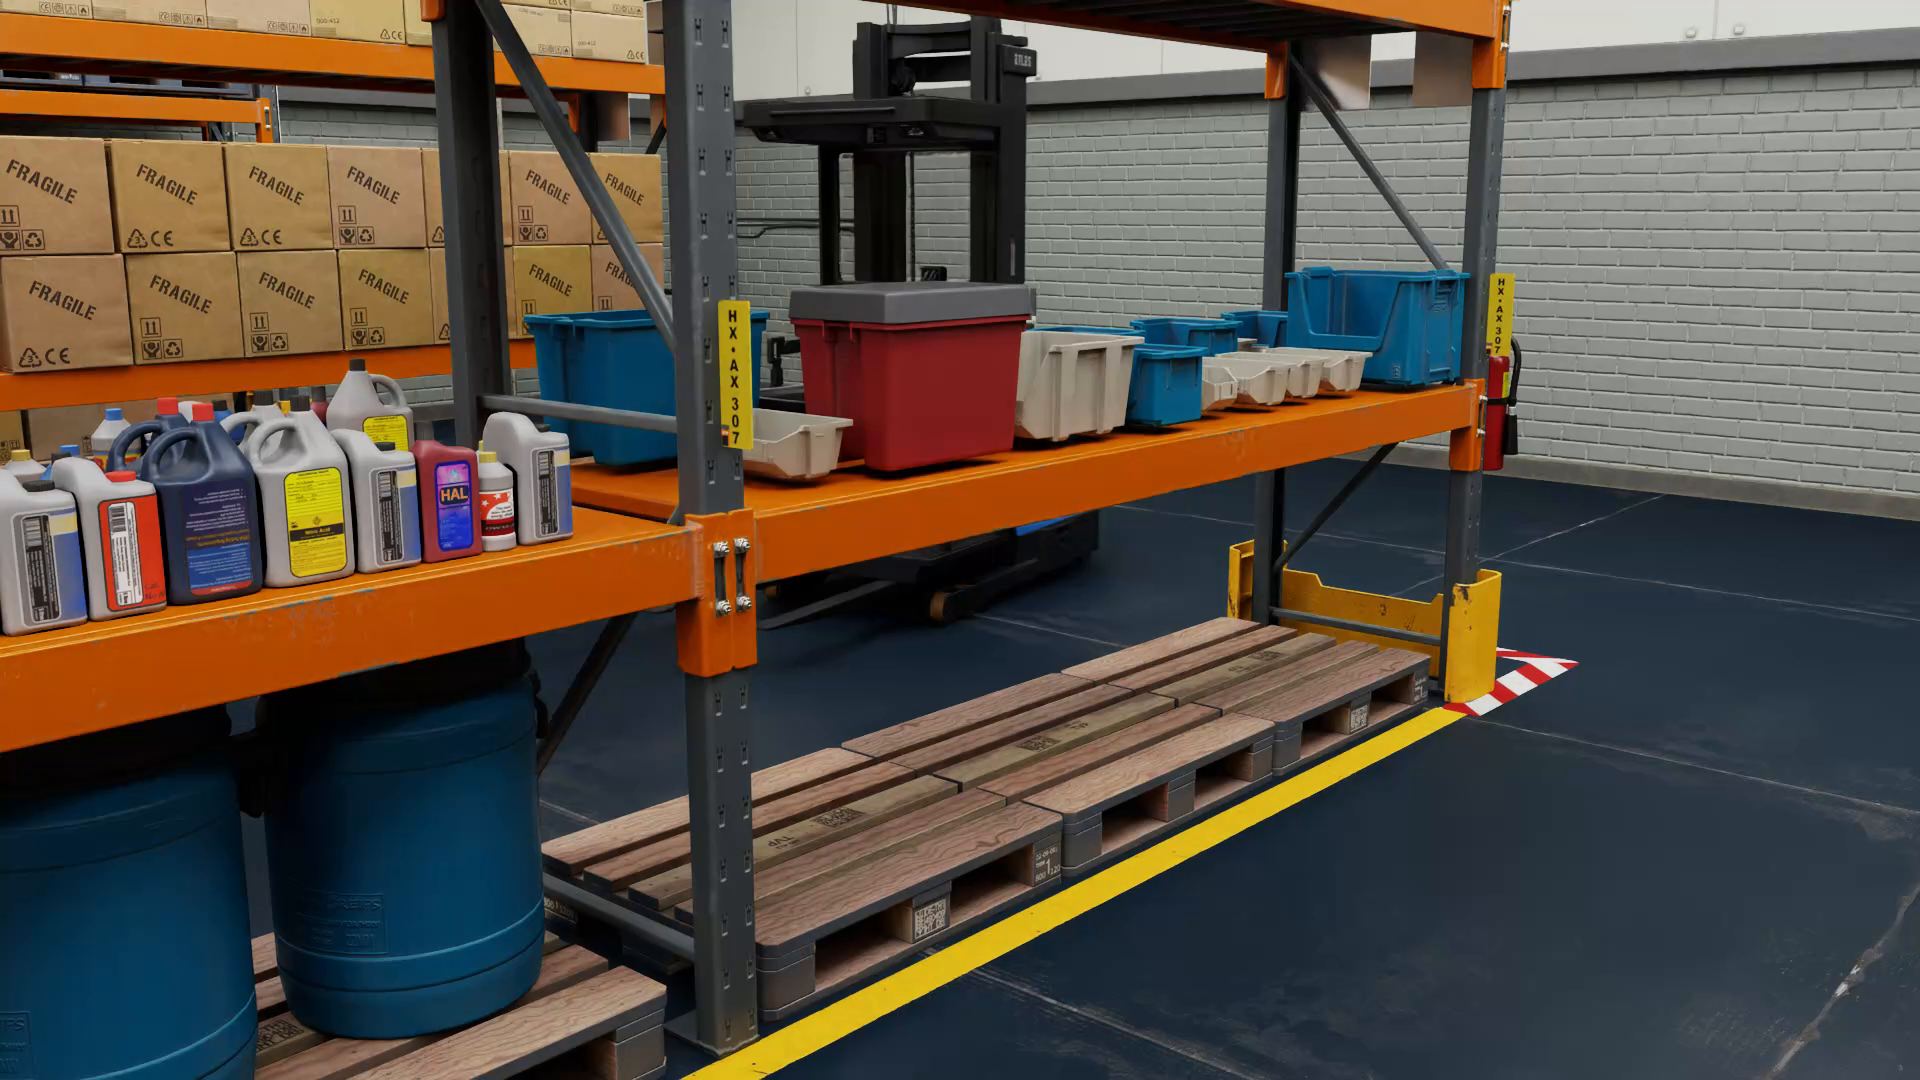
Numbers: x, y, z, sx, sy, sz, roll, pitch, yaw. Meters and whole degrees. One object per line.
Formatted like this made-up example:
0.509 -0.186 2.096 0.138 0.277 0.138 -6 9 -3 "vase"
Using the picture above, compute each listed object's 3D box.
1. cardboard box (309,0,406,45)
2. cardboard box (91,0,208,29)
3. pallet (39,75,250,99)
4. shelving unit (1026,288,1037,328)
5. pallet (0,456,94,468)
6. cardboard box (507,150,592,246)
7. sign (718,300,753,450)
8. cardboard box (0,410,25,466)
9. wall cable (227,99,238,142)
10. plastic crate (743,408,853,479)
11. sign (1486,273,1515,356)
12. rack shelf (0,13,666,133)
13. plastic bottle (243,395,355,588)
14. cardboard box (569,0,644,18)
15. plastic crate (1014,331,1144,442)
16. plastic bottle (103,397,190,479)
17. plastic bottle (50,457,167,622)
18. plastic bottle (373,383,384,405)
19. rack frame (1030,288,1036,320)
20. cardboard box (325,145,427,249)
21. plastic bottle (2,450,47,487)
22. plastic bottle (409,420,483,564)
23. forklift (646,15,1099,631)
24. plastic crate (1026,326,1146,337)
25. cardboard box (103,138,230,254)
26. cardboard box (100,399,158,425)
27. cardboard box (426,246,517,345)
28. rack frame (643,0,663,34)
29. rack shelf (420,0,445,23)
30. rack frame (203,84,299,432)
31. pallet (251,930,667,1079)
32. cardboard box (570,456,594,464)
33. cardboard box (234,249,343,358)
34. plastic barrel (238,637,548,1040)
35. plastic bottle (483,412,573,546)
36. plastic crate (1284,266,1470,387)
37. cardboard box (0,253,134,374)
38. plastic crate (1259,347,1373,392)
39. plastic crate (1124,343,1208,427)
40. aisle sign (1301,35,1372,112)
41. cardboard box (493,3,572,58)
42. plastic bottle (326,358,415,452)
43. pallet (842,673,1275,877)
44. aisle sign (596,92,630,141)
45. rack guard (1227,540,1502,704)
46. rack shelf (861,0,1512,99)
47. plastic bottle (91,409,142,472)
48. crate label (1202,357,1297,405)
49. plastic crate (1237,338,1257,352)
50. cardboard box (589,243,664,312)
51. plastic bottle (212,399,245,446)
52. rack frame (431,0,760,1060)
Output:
-3.127 -2.598 8.286 0.500 0.250 0.500 10 15 40 "cardboard box"
-3.785 -2.451 7.548 0.500 0.250 0.500 10 15 40 "cardboard box"
-6.190 -3.486 12.575 1.003 0.211 1.213 10 15 40 "pallet"
0.159 -0.805 10.411 0.431 1.500 0.755 4 12 21 "shelving unit"
-6.983 -0.495 12.153 1.003 0.211 1.213 10 15 40 "pallet"
-2.405 -1.893 9.224 0.500 0.500 0.500 10 15 42 "cardboard box"
-0.495 -0.364 3.670 0.100 0.325 0.005 10 15 40 "sign"
-7.104 -0.806 11.900 0.700 0.500 0.500 10 15 42 "cardboard box"
-5.574 -2.978 14.870 0.084 1.984 1.851 10 15 40 "wall cable"
-0.492 -0.250 4.324 0.396 0.136 0.243 10 15 40 "plastic crate"
2.157 -0.900 6.640 0.100 0.325 0.005 10 15 40 "sign"
-3.305 -2.353 8.513 1.077 0.370 4.000 10 15 40 "rack shelf"
-1.268 -0.098 3.170 0.144 0.351 0.185 10 15 40 "plastic bottle"
-2.133 -3.063 9.338 0.500 0.250 0.500 10 15 40 "cardboard box"
0.239 -0.472 5.065 0.437 0.282 0.530 10 15 40 "plastic crate"
-1.498 -0.090 3.127 0.144 0.351 0.185 10 15 40 "plastic bottle"
-1.498 -0.011 2.926 0.152 0.276 0.135 10 15 40 "plastic bottle"
-1.470 -0.244 4.072 0.061 0.283 0.133 10 15 40 "plastic bottle"
0.295 -0.871 10.745 0.400 1.500 0.023 4 12 21 "rack frame"
-3.083 -1.741 8.460 0.500 0.500 0.500 10 15 42 "cardboard box"
-1.966 -0.088 3.499 0.097 0.201 0.097 0 11 0 "plastic bottle"
-1.043 -0.103 3.366 0.061 0.283 0.133 10 15 40 "plastic bottle"
-0.369 -1.124 8.354 1.130 2.935 3.031 6 13 29 "forklift"
0.454 -0.648 6.072 0.416 0.233 0.300 10 15 40 "plastic crate"
-3.763 -1.589 7.701 0.500 0.500 0.500 9 15 39 "cardboard box"
-6.426 -0.960 12.668 0.700 0.500 0.500 10 15 40 "cardboard box"
-2.749 -1.328 8.945 0.500 0.500 0.500 10 15 41 "cardboard box"
-1.985 -4.471 9.622 1.000 3.000 0.127 10 15 40 "rack frame"
-2.227 -1.124 2.358 1.077 0.370 4.000 10 15 40 "rack shelf"
-5.708 -2.169 13.414 1.000 3.000 0.127 10 15 40 "rack frame"
-1.448 1.176 3.786 1.003 0.211 1.213 10 15 40 "pallet"
-2.159 -0.407 9.852 0.500 0.500 0.500 10 15 40 "cardboard box"
-3.417 -1.179 8.199 0.500 0.500 0.500 10 15 40 "cardboard box"
-1.279 0.601 3.829 0.600 0.901 0.708 10 15 40 "plastic barrel"
-0.924 -0.139 3.567 0.152 0.276 0.135 10 15 40 "plastic bottle"
1.653 -0.862 6.624 0.616 0.435 0.499 10 15 40 "plastic crate"
-4.084 -1.030 7.453 0.500 0.500 0.500 10 15 42 "cardboard box"
1.331 -0.645 6.303 0.396 0.136 0.243 10 15 40 "plastic crate"
0.570 -0.500 5.332 0.416 0.233 0.300 10 15 40 "plastic crate"
1.558 -2.212 6.991 0.394 0.787 0.004 10 15 40 "aisle sign"
-2.464 -2.745 9.020 0.500 0.250 0.500 10 15 40 "cardboard box"
-1.410 -0.260 3.980 0.144 0.351 0.185 10 15 40 "plastic bottle"
0.354 0.774 5.797 1.003 0.211 1.213 10 15 40 "pallet"
-2.160 -2.852 10.196 0.394 0.787 0.004 10 15 40 "aisle sign"
1.740 0.332 7.272 1.175 0.500 0.348 10 15 40 "rack guard"
0.413 -1.712 5.304 1.077 0.370 4.000 10 15 40 "rack shelf"
-1.837 -0.151 3.635 0.097 0.271 0.097 0 11 0 "plastic bottle"
0.963 -0.560 5.878 0.396 0.136 0.243 10 15 40 "crate label"
1.049 -0.758 6.869 0.250 0.136 0.298 10 15 40 "plastic crate"
-2.076 -1.477 9.694 0.500 0.500 0.500 10 15 42 "cardboard box"
-1.684 -0.185 3.806 0.097 0.271 0.097 0 11 0 "plastic bottle"
-0.907 -0.300 4.054 1.000 3.000 0.127 10 15 40 "rack frame"
